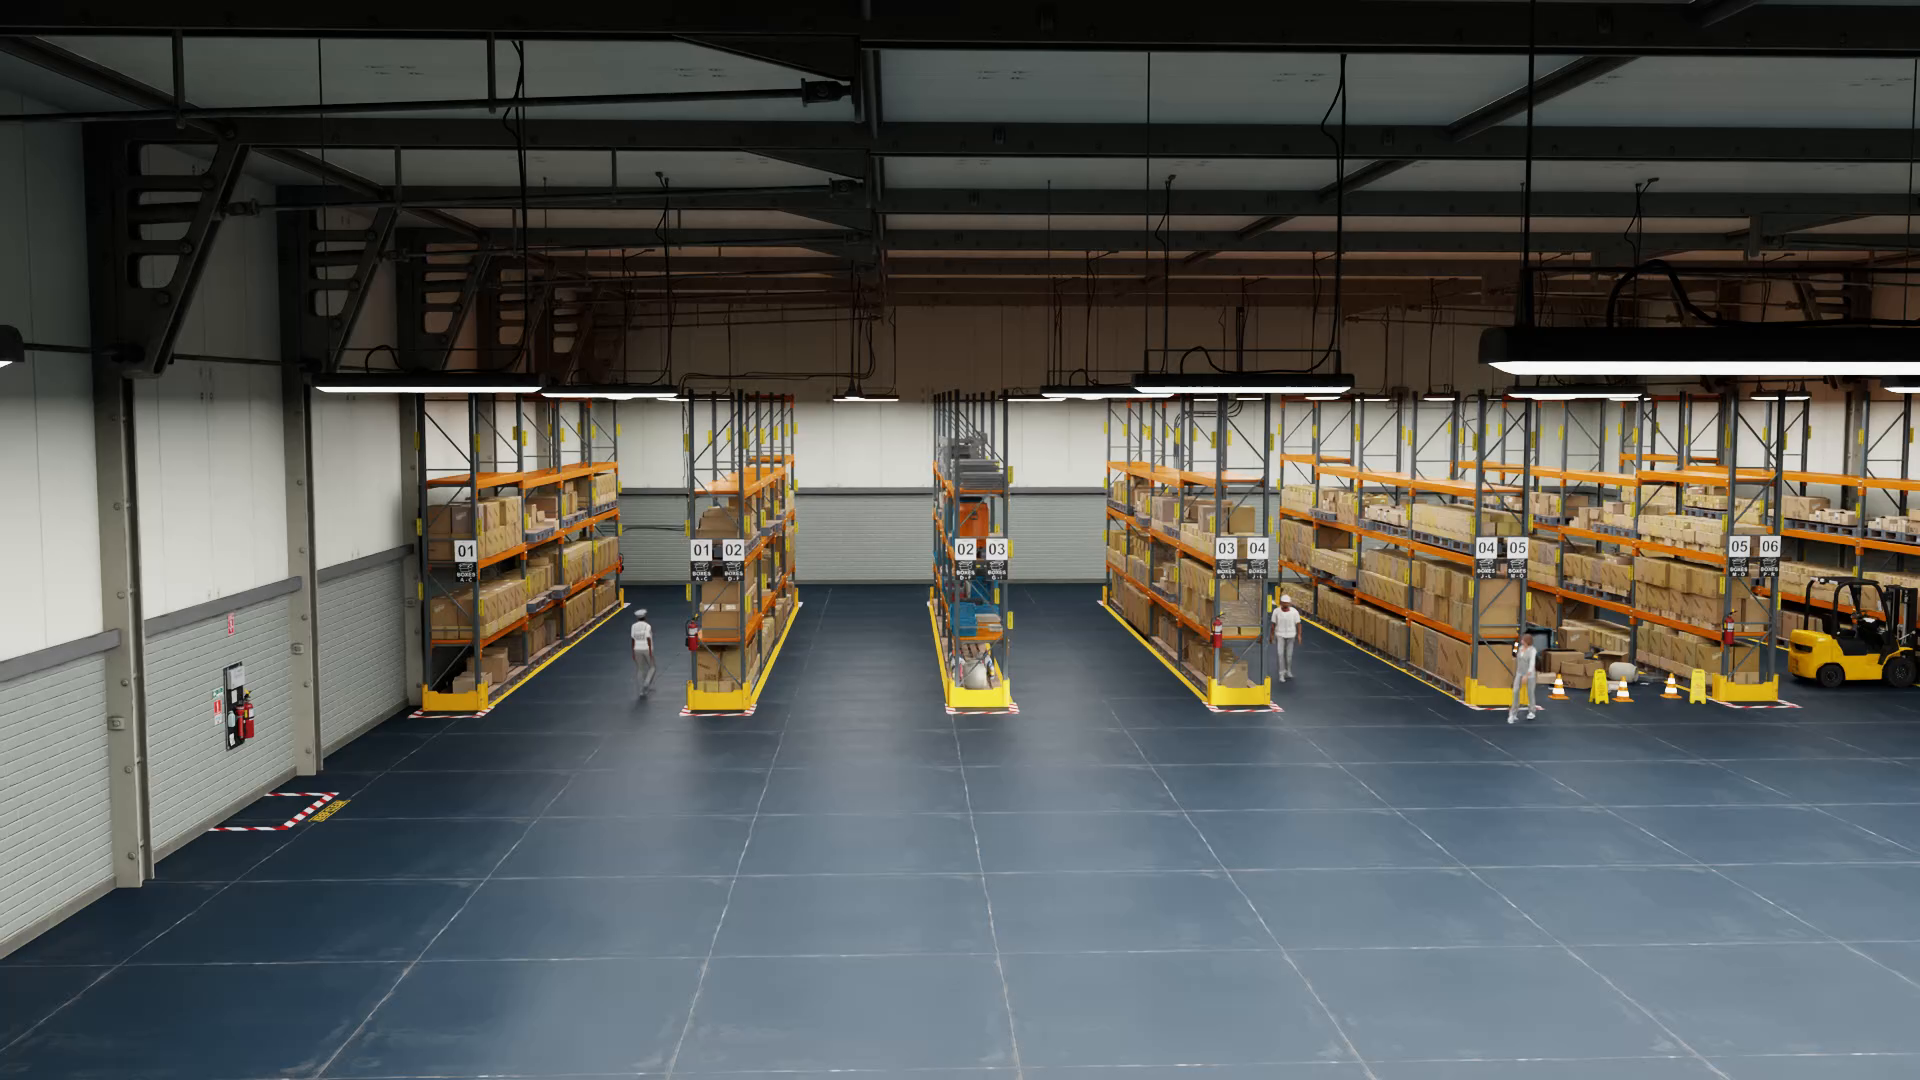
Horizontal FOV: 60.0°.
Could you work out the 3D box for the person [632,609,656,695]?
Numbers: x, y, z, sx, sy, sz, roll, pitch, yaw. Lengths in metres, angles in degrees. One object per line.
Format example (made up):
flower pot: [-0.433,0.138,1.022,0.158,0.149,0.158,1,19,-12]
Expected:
person: [-6.241,2.206,32.799,0.507,1.675,0.479,0,5,5]

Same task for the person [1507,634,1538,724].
person: [10.198,2.489,30.003,0.381,1.611,0.749,5,7,44]

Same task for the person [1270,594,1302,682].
person: [6.779,2.028,34.603,0.642,1.792,0.639,1,5,8]

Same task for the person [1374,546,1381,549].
person: [11.571,1.075,46.047,0.602,1.791,0.467,-3,5,-29]
